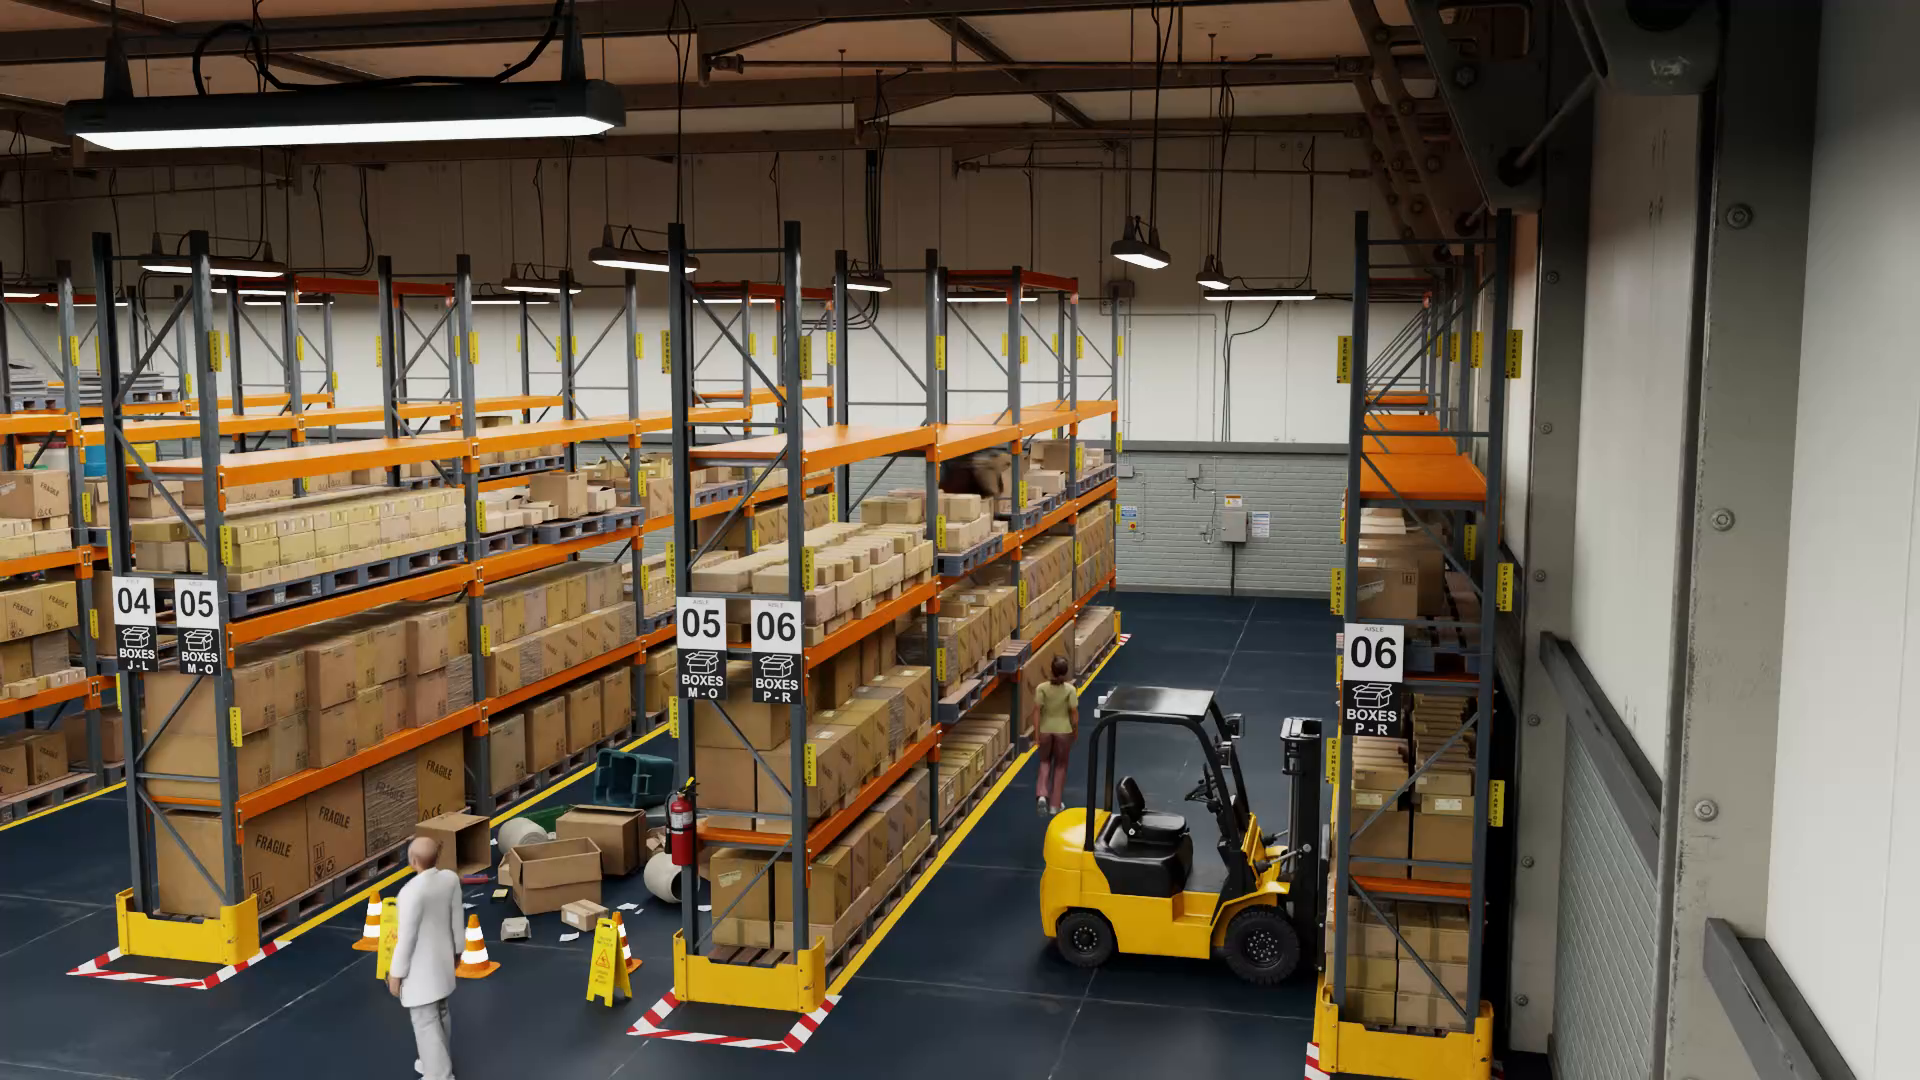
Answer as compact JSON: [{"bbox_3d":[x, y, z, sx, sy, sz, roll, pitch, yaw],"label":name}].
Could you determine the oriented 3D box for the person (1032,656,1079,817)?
[{"bbox_3d":[0.991,2.023,17.062,0.450,1.696,0.450,2,7,17],"label":"person"}]

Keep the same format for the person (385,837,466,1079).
[{"bbox_3d":[-3.687,2.900,11.378,0.557,1.796,0.659,2,7,18],"label":"person"}]
